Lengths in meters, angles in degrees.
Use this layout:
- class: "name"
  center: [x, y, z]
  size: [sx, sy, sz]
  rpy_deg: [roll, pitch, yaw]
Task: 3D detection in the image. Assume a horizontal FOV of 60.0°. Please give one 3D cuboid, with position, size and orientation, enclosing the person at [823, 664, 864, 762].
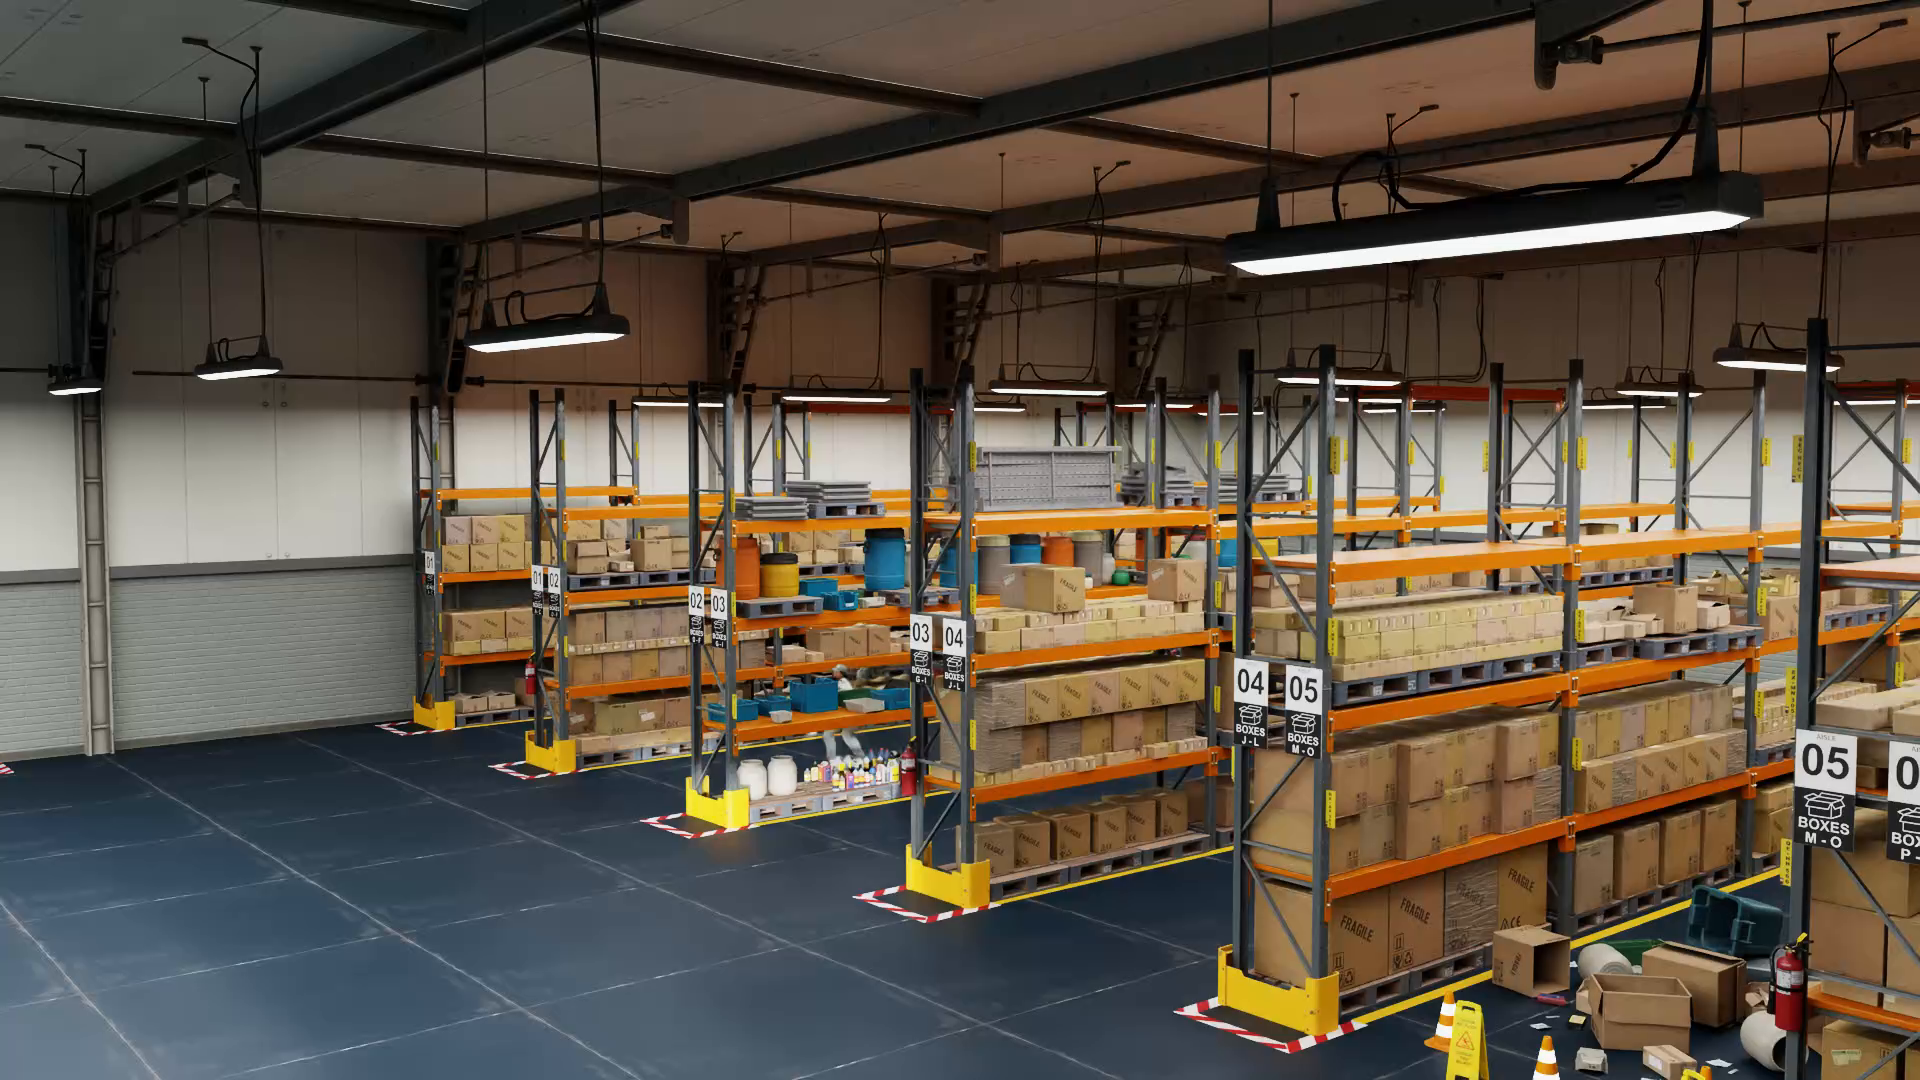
- class: "person"
  center: [-1.788, 2.815, 26.182]
  size: [0.677, 1.741, 0.594]
  rpy_deg: [-2, 4, -31]

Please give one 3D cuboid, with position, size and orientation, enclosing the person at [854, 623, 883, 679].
- class: "person"
  center: [-1.690, 2.439, 32.320]
  size: [1.055, 1.732, 0.730]
  rpy_deg: [-3, 4, -40]

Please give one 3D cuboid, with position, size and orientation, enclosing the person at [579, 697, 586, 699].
- class: "person"
  center: [-6.659, 2.609, 29.148]
  size: [0.551, 1.736, 0.800]
  rpy_deg: [2, 4, 25]
